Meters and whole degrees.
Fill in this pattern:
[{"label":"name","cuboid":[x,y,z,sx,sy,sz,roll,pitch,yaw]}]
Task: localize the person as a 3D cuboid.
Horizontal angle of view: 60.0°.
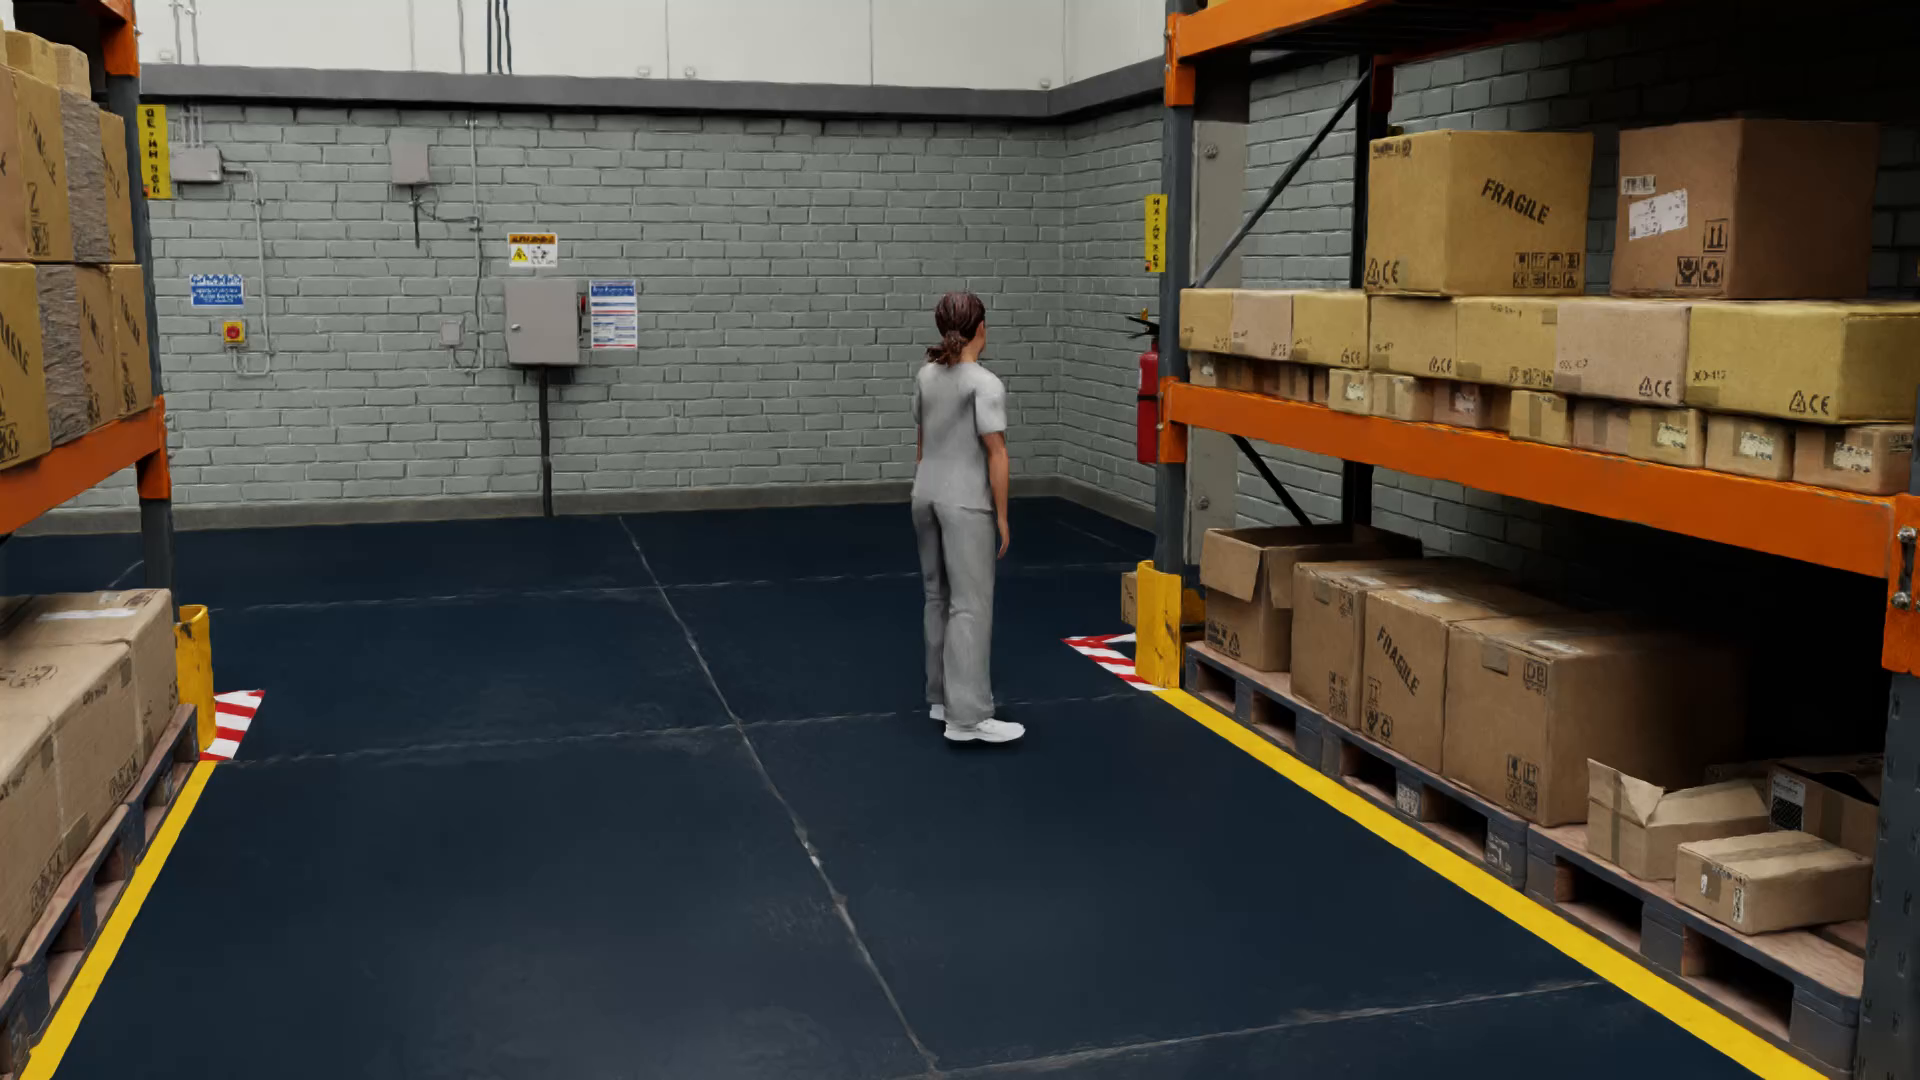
[{"label":"person","cuboid":[0.047,-0.101,6.331,0.449,1.680,0.525,-9,13,-43]}]
